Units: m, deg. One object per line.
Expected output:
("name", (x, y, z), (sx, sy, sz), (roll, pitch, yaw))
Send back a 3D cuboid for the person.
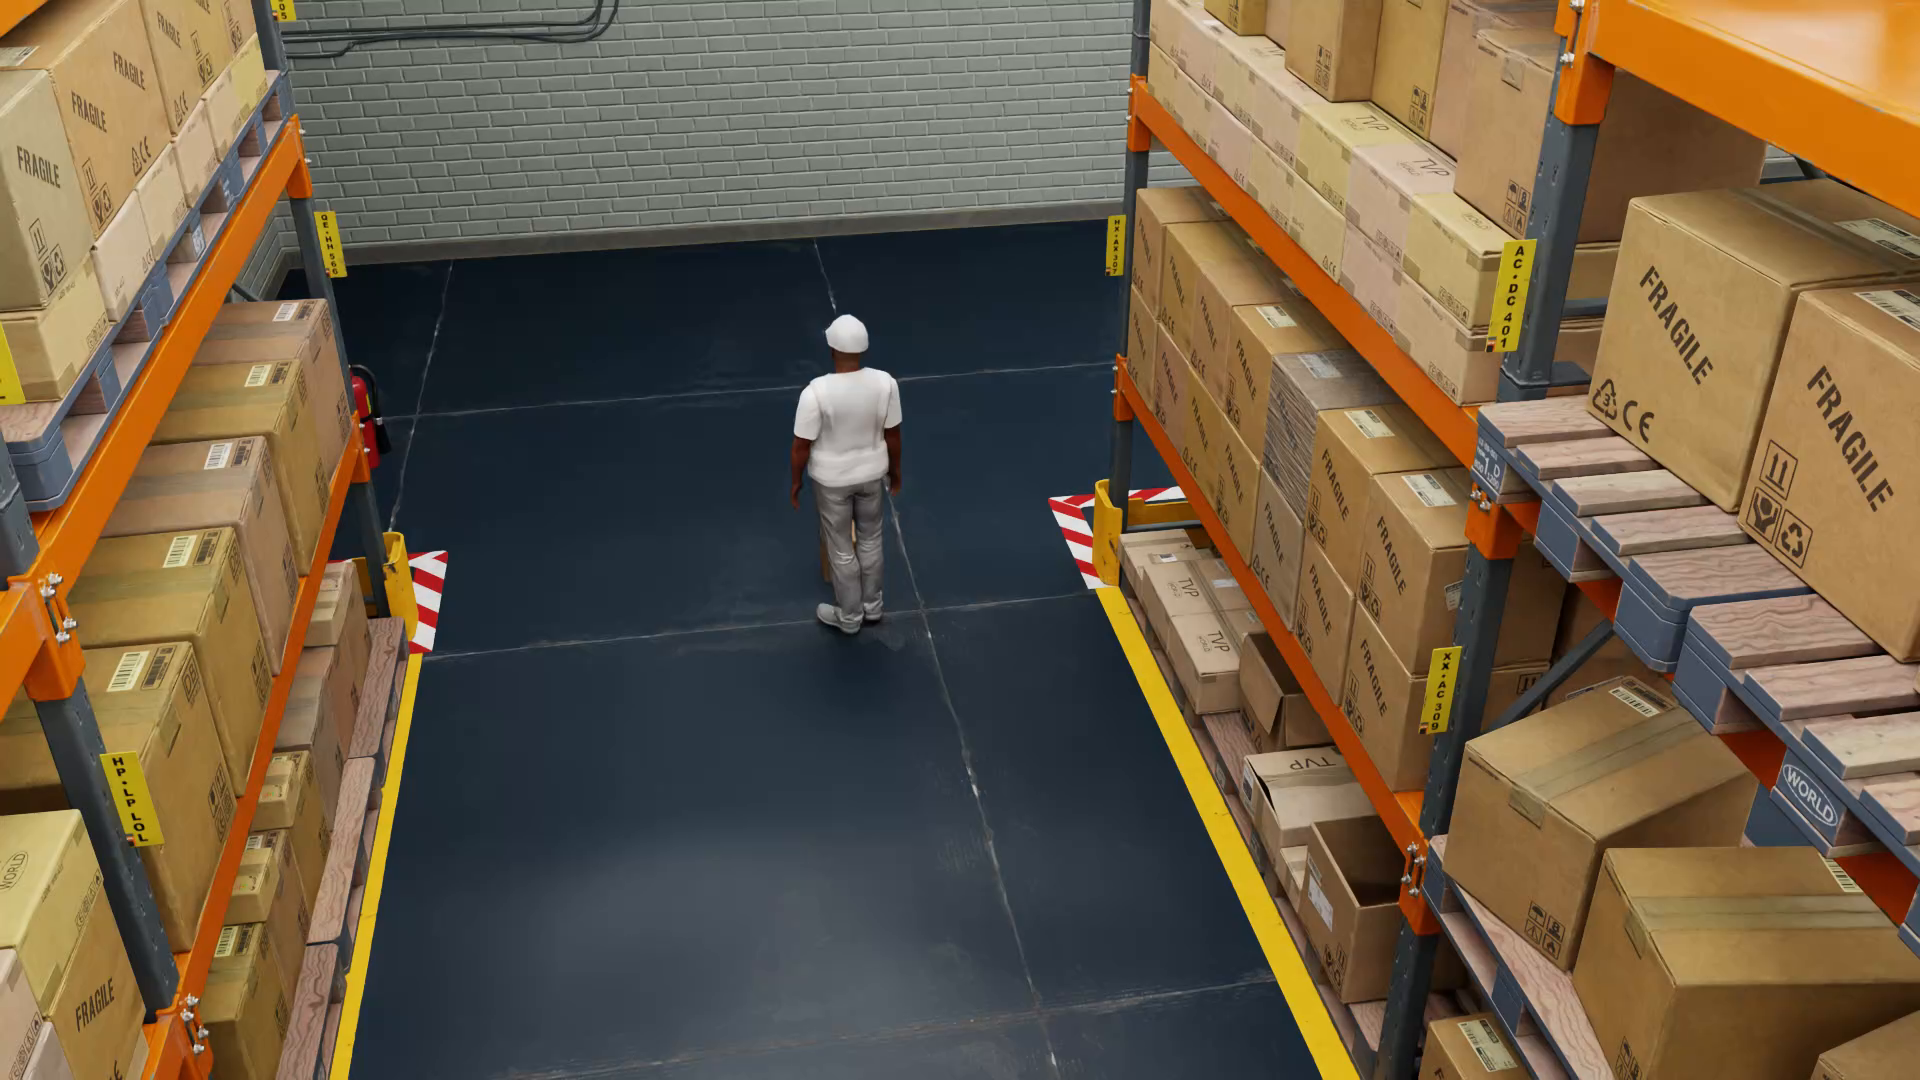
("person", (-0.591, -0.329, 8.672), (0.610, 1.792, 0.388), (-12, 33, -20))
